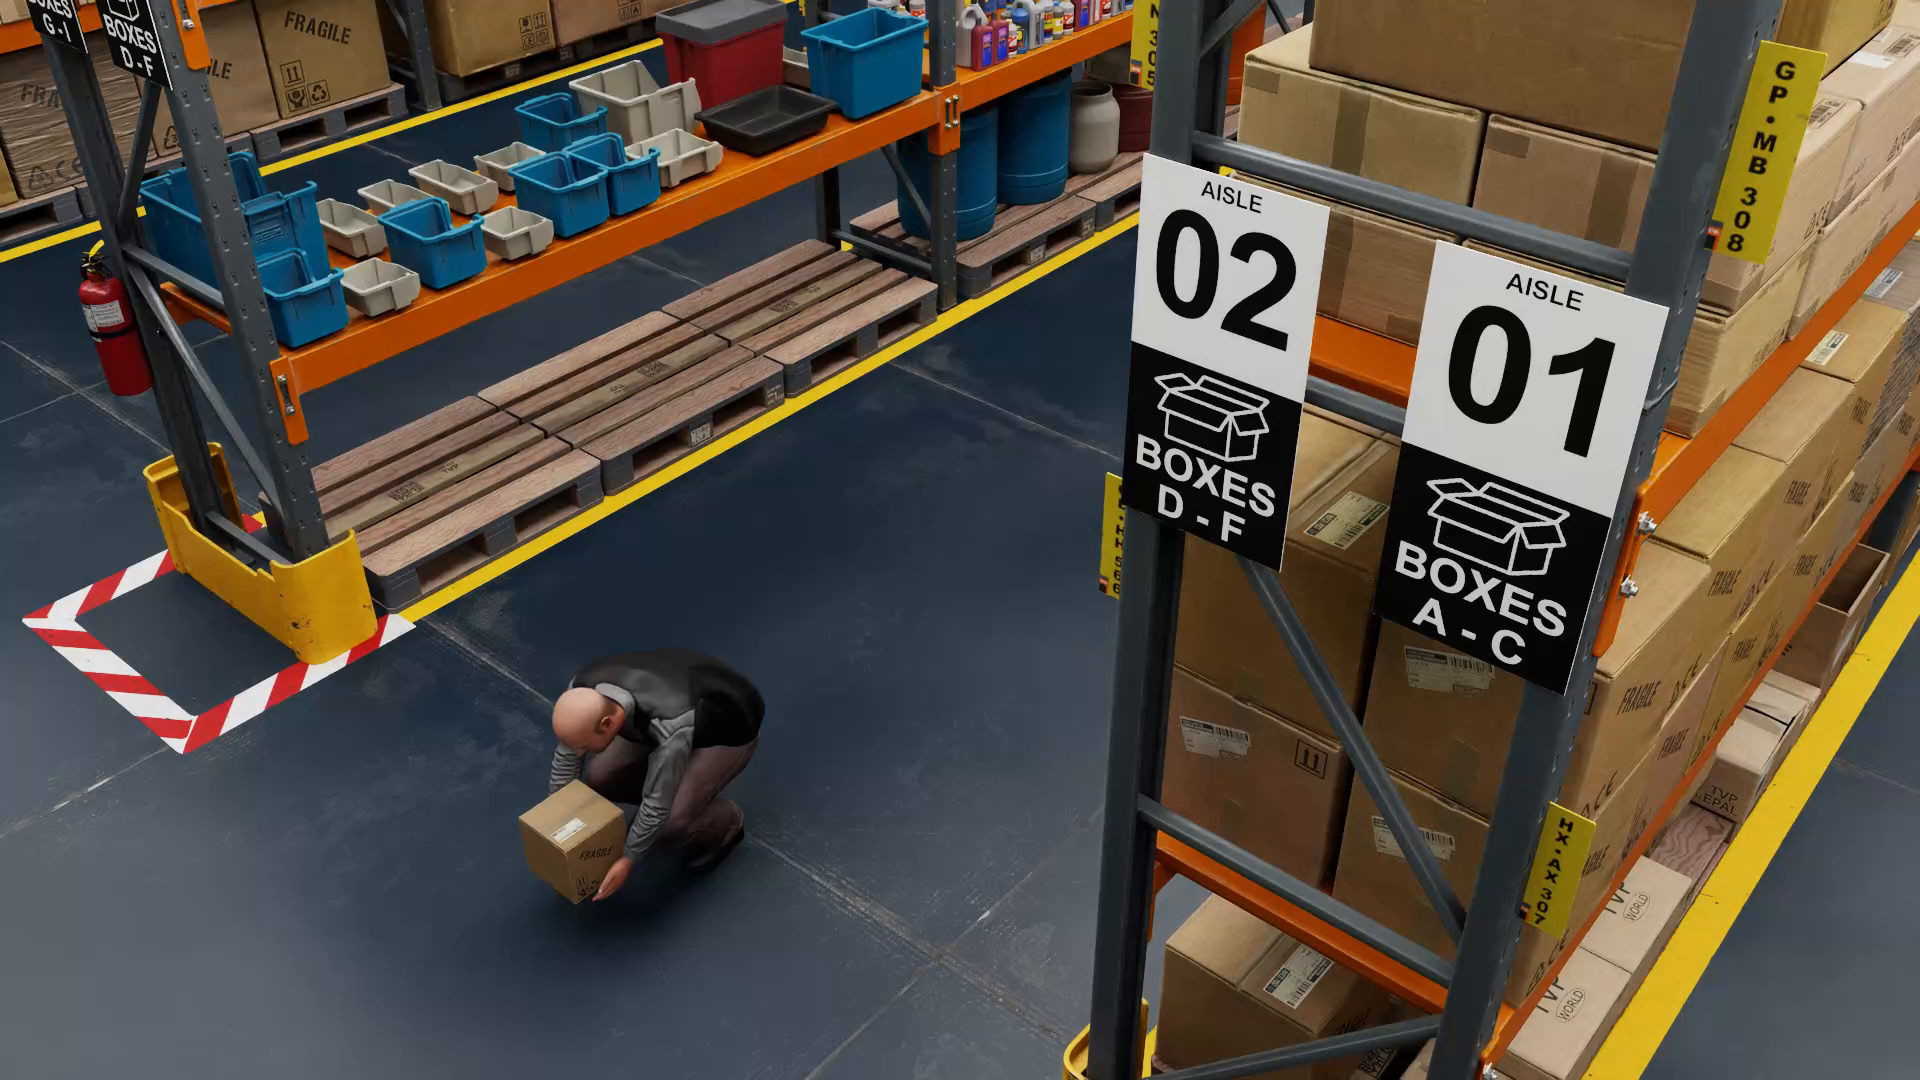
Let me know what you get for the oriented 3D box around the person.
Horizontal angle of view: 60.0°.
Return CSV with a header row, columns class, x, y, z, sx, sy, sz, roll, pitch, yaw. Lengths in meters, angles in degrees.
class,x,y,z,sx,sy,sz,roll,pitch,yaw
person,-1.059,0.747,5.758,0.540,0.967,0.872,25,42,32
